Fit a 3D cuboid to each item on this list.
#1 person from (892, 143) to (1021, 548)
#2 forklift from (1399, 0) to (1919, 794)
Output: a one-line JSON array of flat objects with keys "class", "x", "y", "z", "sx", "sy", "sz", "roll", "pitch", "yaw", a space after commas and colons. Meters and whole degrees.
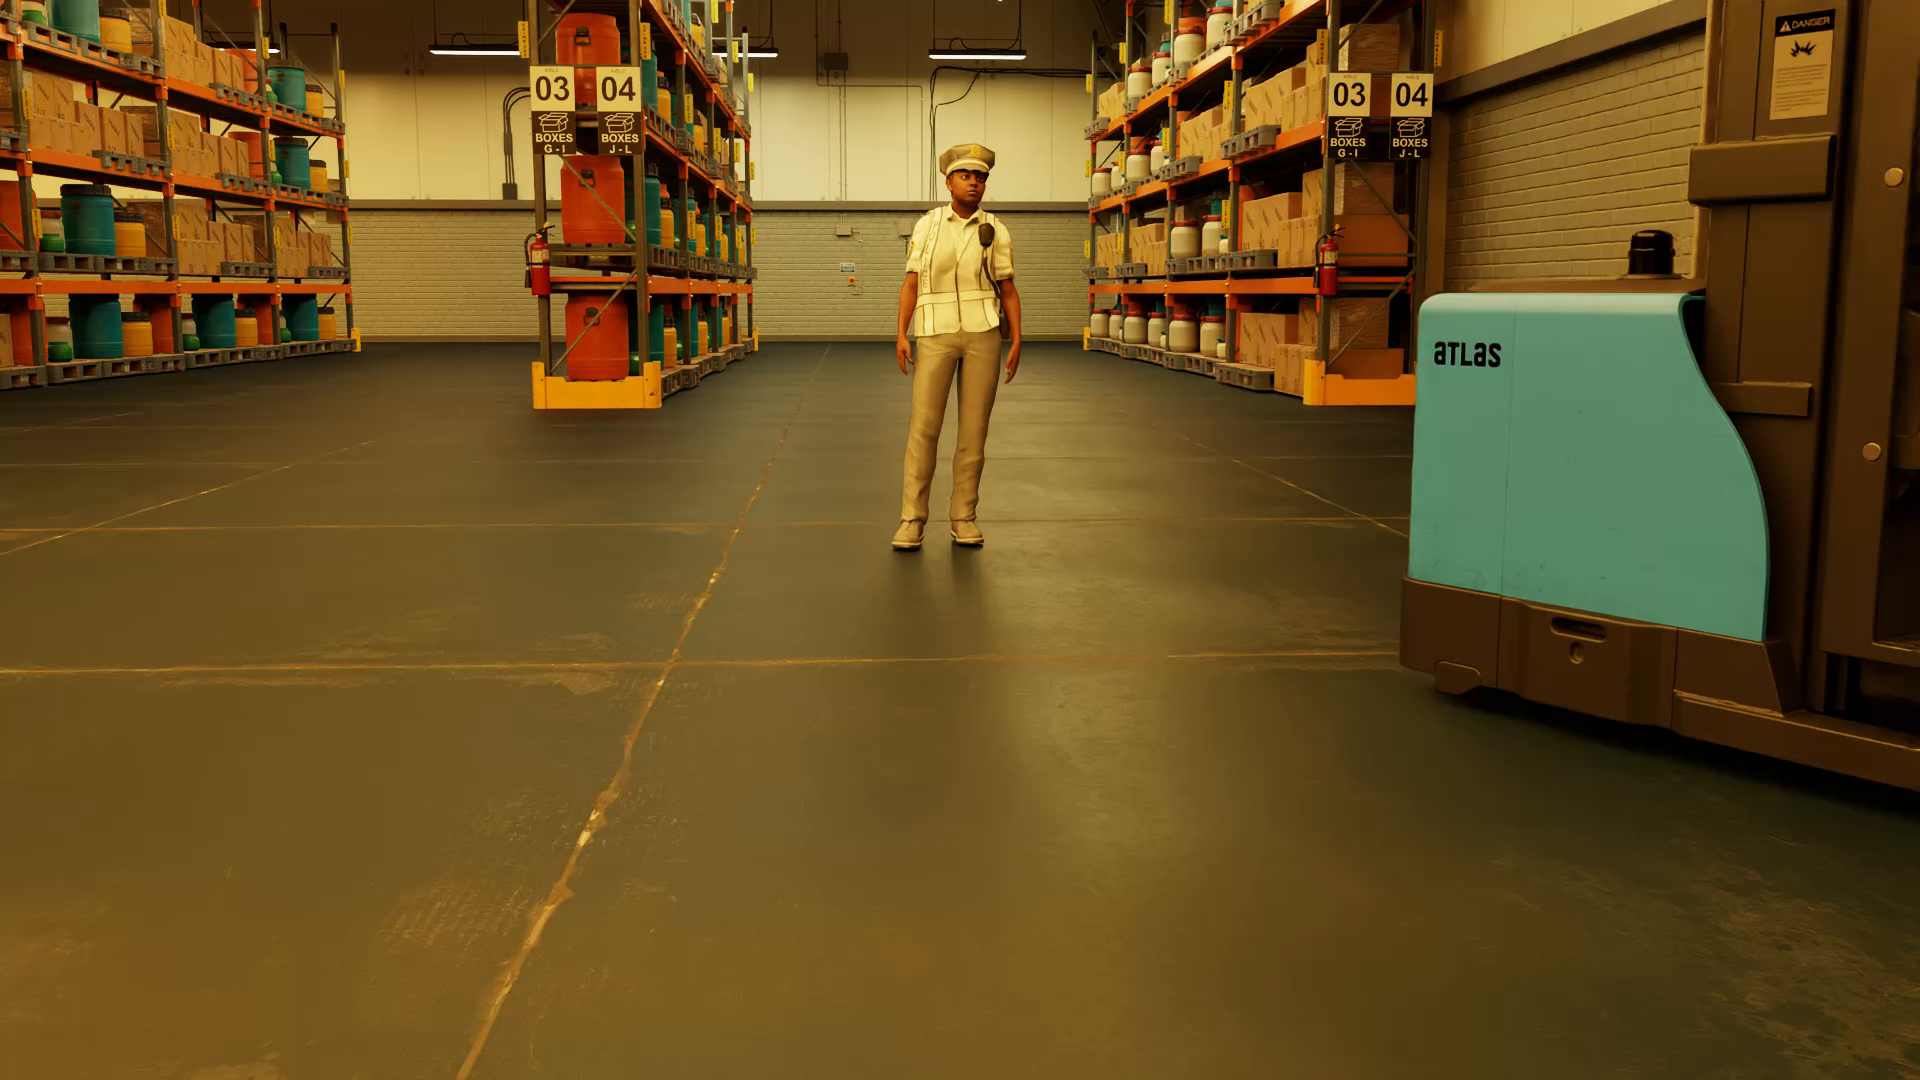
[{"class": "person", "x": -0.015, "y": -0.834, "z": 7.109, "sx": 0.569, "sy": 1.695, "sz": 0.528, "roll": -1, "pitch": 8, "yaw": -4}, {"class": "forklift", "x": 2.444, "y": -0.903, "z": 3.411, "sx": 1.130, "sy": 2.935, "sz": 3.031, "roll": -6, "pitch": 10, "yaw": -34}]
